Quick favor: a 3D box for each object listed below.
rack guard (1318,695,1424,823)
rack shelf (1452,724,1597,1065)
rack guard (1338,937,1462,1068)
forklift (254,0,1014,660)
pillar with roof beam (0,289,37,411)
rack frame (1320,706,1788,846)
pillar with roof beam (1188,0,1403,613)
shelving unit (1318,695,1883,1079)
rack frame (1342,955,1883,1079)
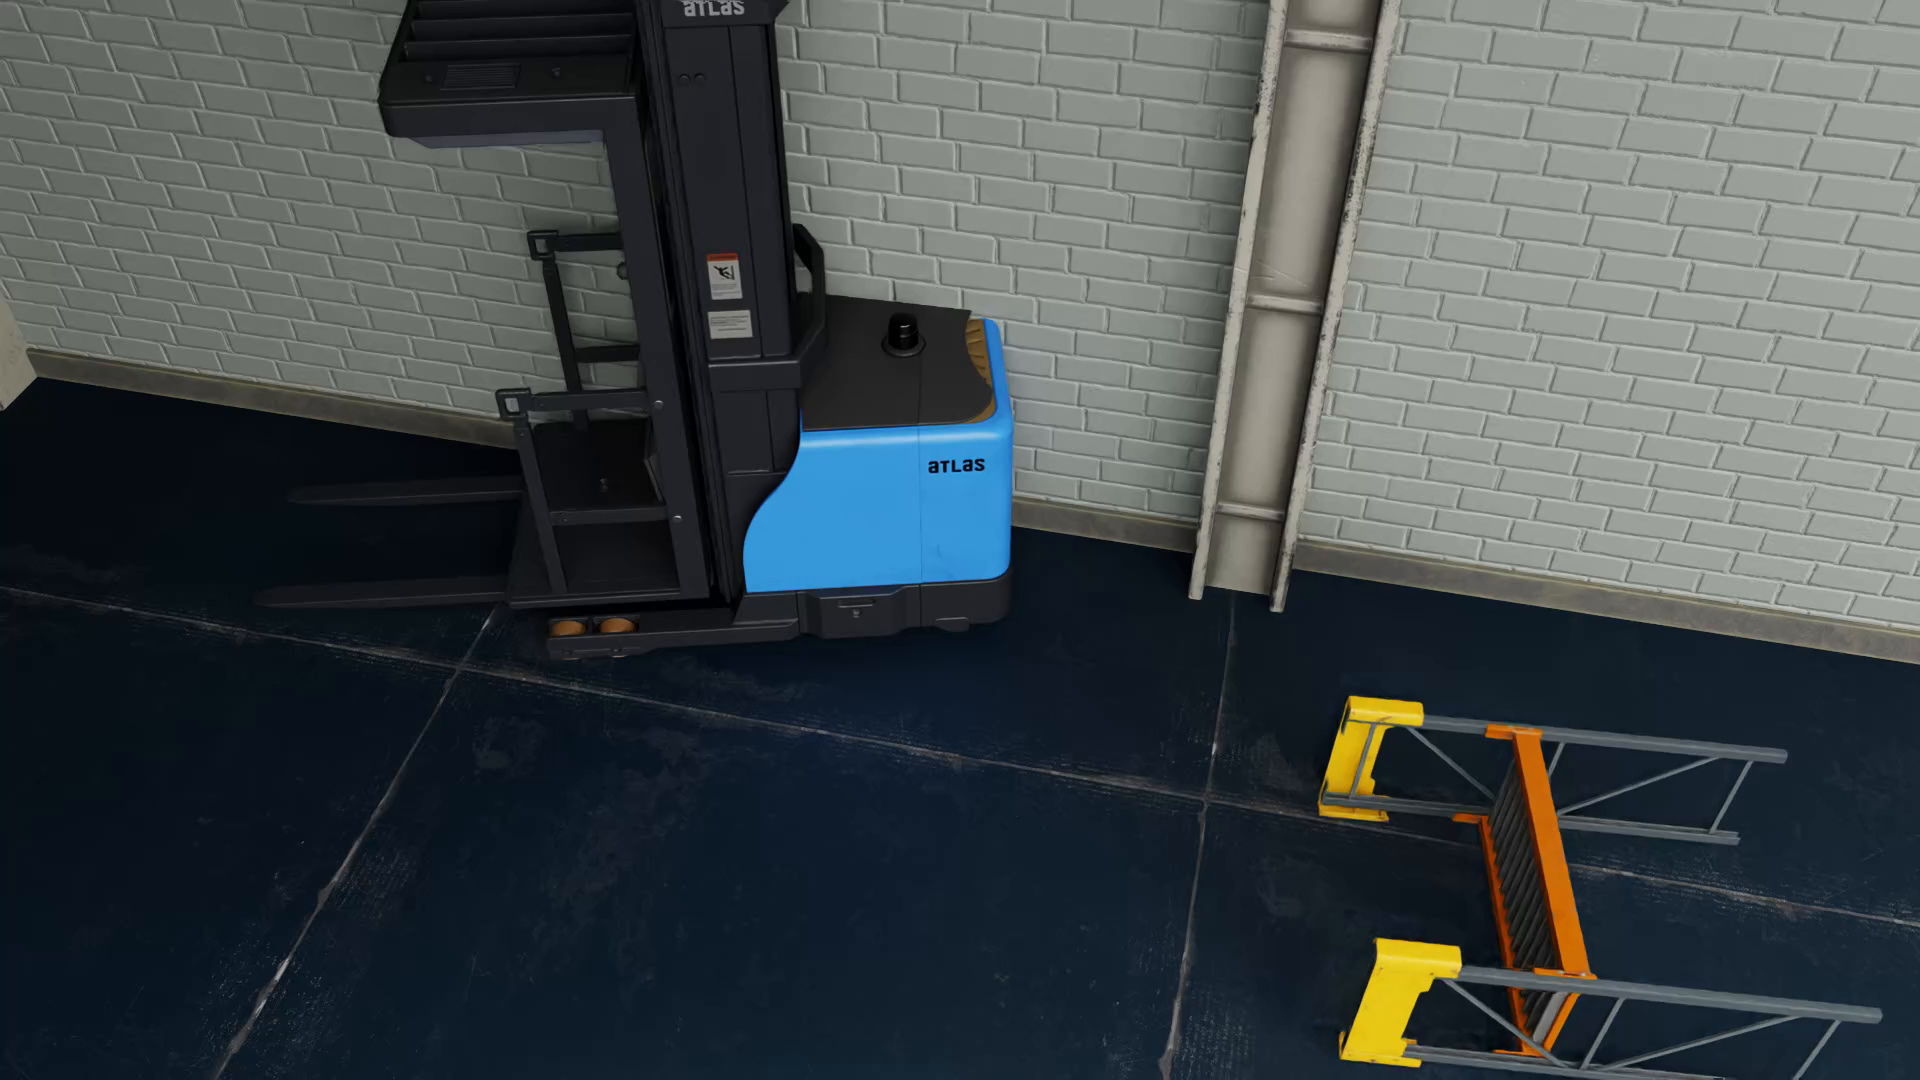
[{"bbox_3d":[1.456,0.786,5.923,0.250,0.587,0.087,5,42,2],"label":"rack guard"},{"bbox_3d":[1.852,1.165,5.528,0.185,0.538,1.000,5,42,2],"label":"rack shelf"},{"bbox_3d":[1.364,1.448,5.184,0.250,0.587,0.087,5,42,2],"label":"rack guard"},{"bbox_3d":[-1.330,-0.954,6.088,3.031,2.935,1.130,-3,44,-3],"label":"forklift"},{"bbox_3d":[-5.616,-1.069,1.832,0.400,9.000,9.100,9,45,9],"label":"pillar with roof beam"},{"bbox_3d":[2.078,0.844,5.898,1.500,0.500,0.032,5,42,2],"label":"rack frame"},{"bbox_3d":[0.239,-0.161,0.888,0.400,9.000,9.100,9,45,9],"label":"pillar with roof beam"},{"bbox_3d":[2.032,1.175,5.528,1.500,0.587,1.083,5,42,2],"label":"shelving unit"},{"bbox_3d":[1.984,1.519,5.144,1.500,0.500,0.032,5,42,2],"label":"rack frame"}]
